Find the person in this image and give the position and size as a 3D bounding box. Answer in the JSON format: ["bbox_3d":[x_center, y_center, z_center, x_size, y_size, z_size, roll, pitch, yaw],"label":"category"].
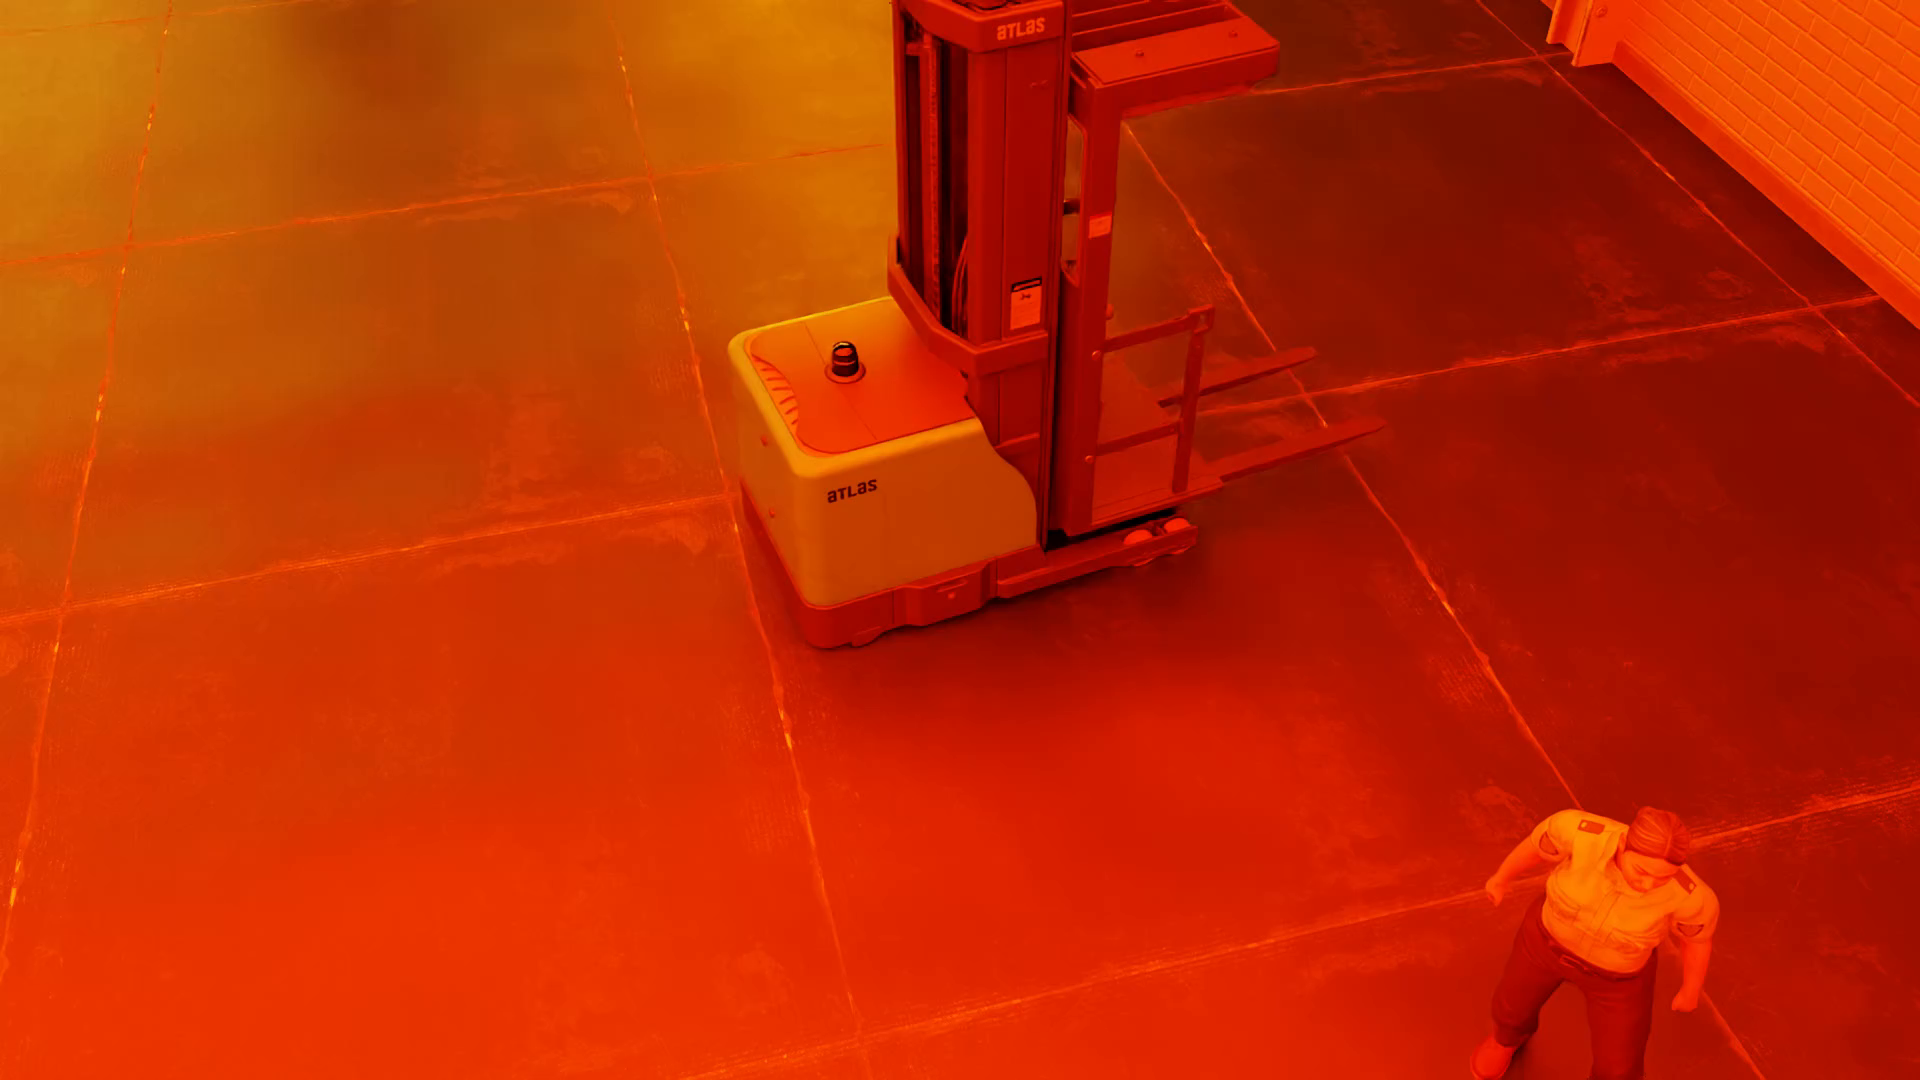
[{"bbox_3d":[2.007,1.318,5.221,0.814,1.621,0.389,28,50,26],"label":"person"}]

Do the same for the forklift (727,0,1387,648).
[{"bbox_3d":[0.547,-1.266,6.984,3.031,2.935,1.130,-17,46,-17],"label":"forklift"}]
